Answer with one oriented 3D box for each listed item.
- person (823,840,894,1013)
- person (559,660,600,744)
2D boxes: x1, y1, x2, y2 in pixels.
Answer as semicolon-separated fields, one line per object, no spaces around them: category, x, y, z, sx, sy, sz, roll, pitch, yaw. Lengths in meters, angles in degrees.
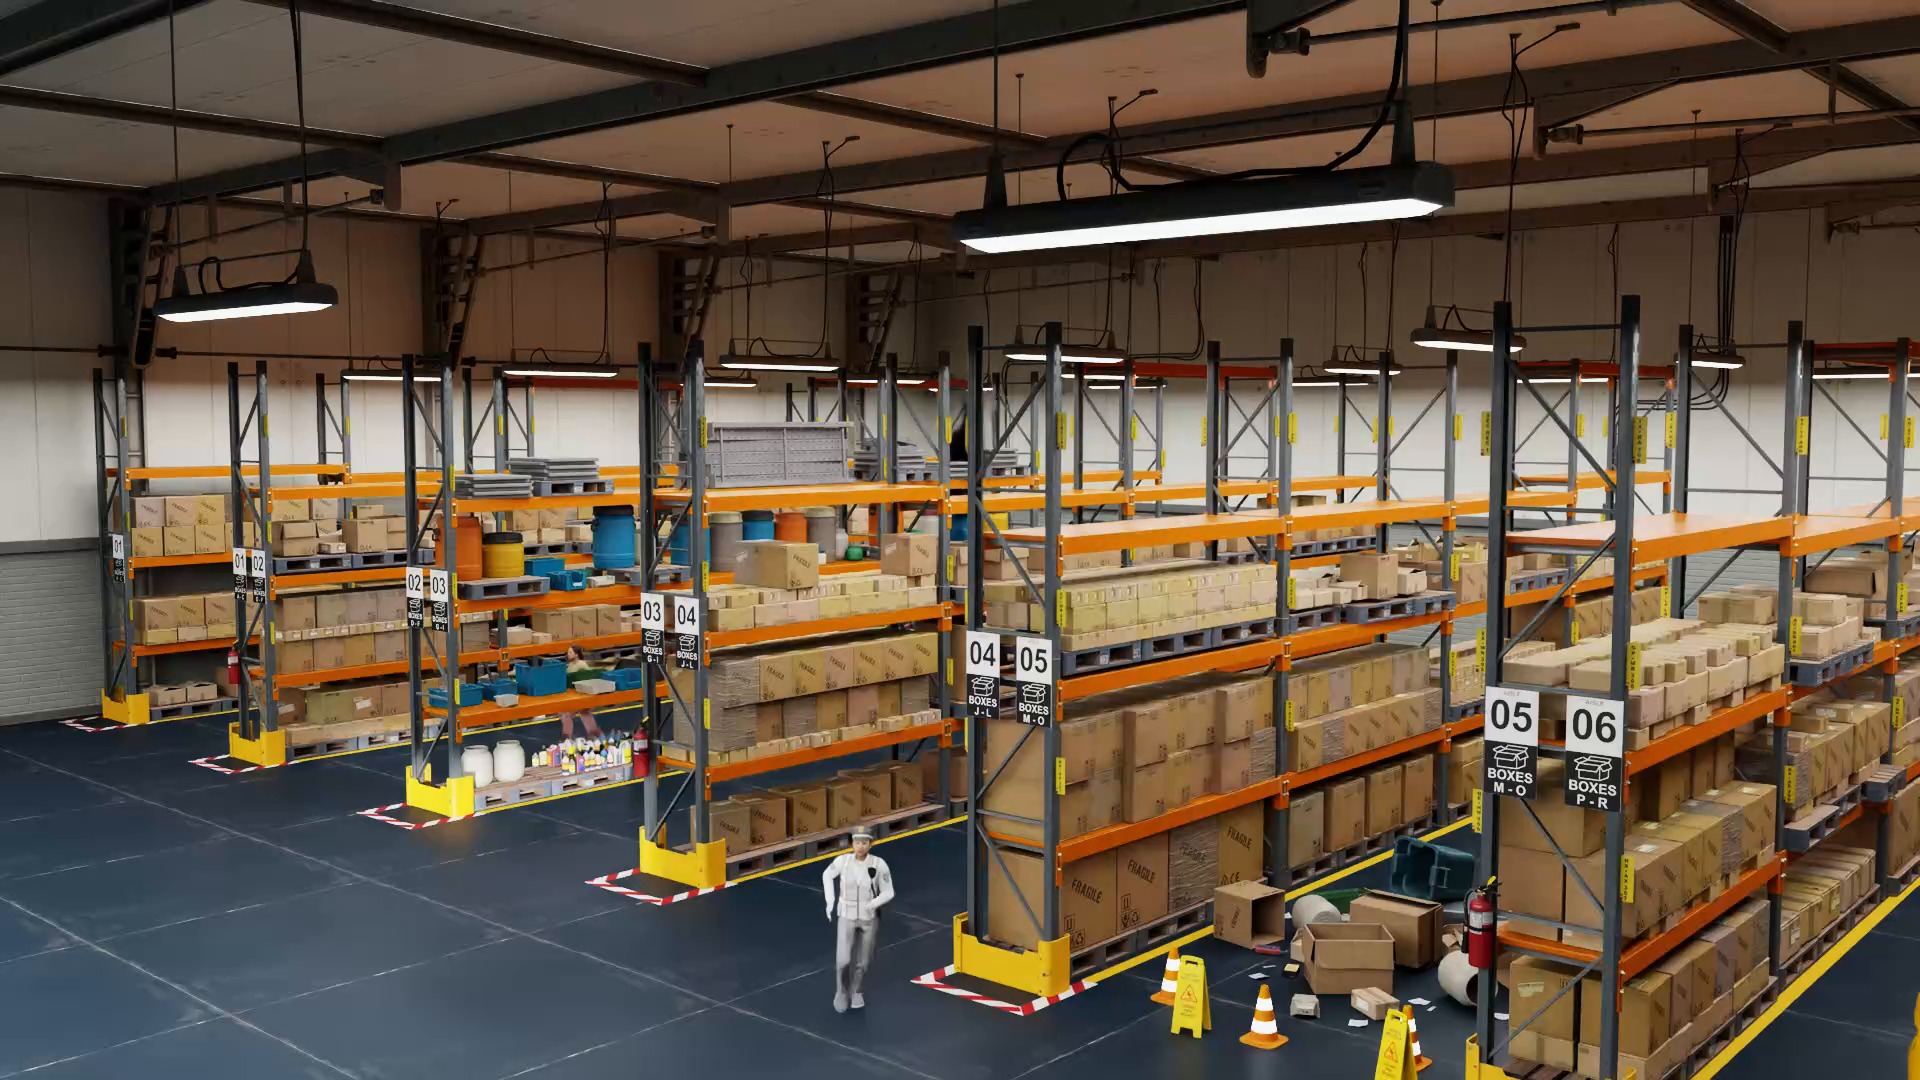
person;-0.875;3.288;14.356;0.619;1.615;0.653;0;4;-3
person;-5.833;2.488;25.583;0.701;1.315;0.505;-3;5;-31
